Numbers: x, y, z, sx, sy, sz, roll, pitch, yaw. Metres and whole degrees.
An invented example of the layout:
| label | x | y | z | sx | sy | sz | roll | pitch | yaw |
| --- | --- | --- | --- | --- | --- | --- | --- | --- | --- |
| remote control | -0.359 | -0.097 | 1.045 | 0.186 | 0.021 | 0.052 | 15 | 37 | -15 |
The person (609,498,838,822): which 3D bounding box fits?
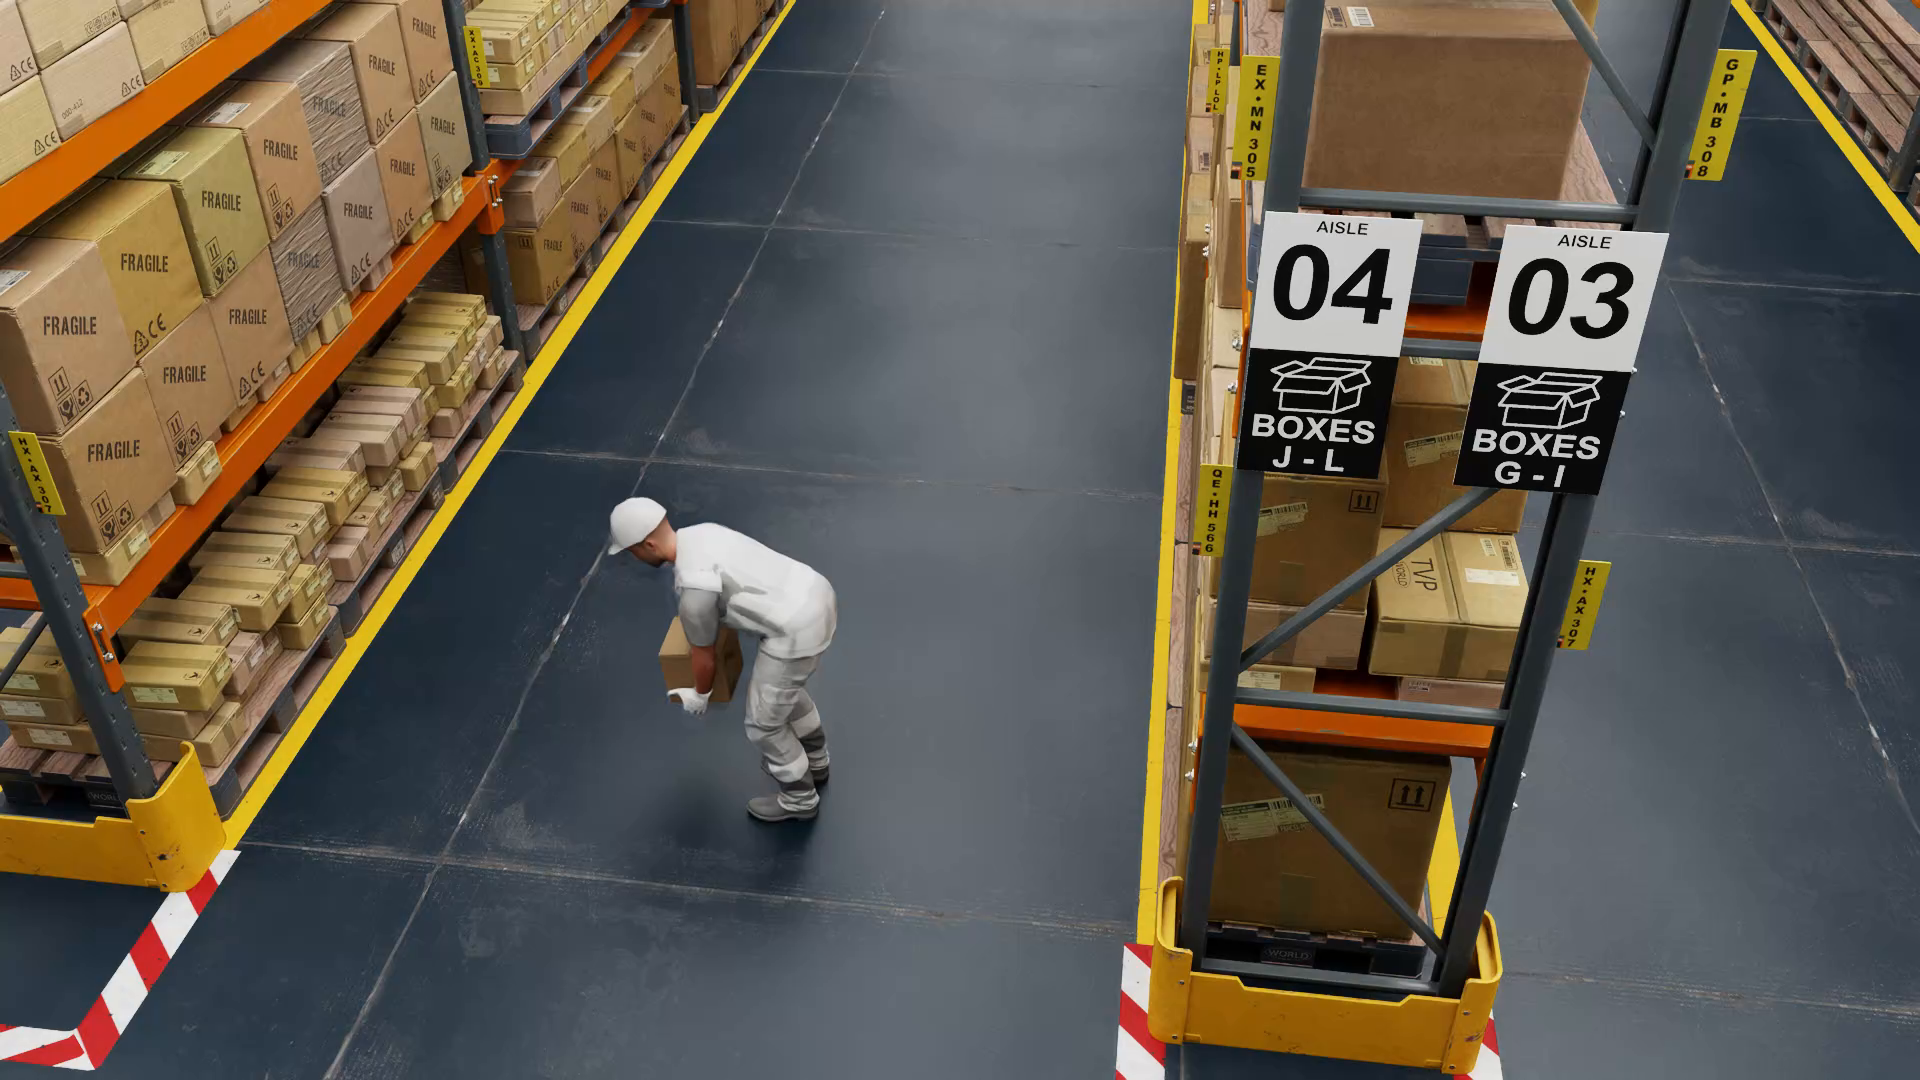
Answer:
| label | x | y | z | sx | sy | sz | roll | pitch | yaw |
| --- | --- | --- | --- | --- | --- | --- | --- | --- | --- |
| person | -0.911 | 0.462 | 6.648 | 0.858 | 1.472 | 0.482 | 4 | 36 | 5 |
